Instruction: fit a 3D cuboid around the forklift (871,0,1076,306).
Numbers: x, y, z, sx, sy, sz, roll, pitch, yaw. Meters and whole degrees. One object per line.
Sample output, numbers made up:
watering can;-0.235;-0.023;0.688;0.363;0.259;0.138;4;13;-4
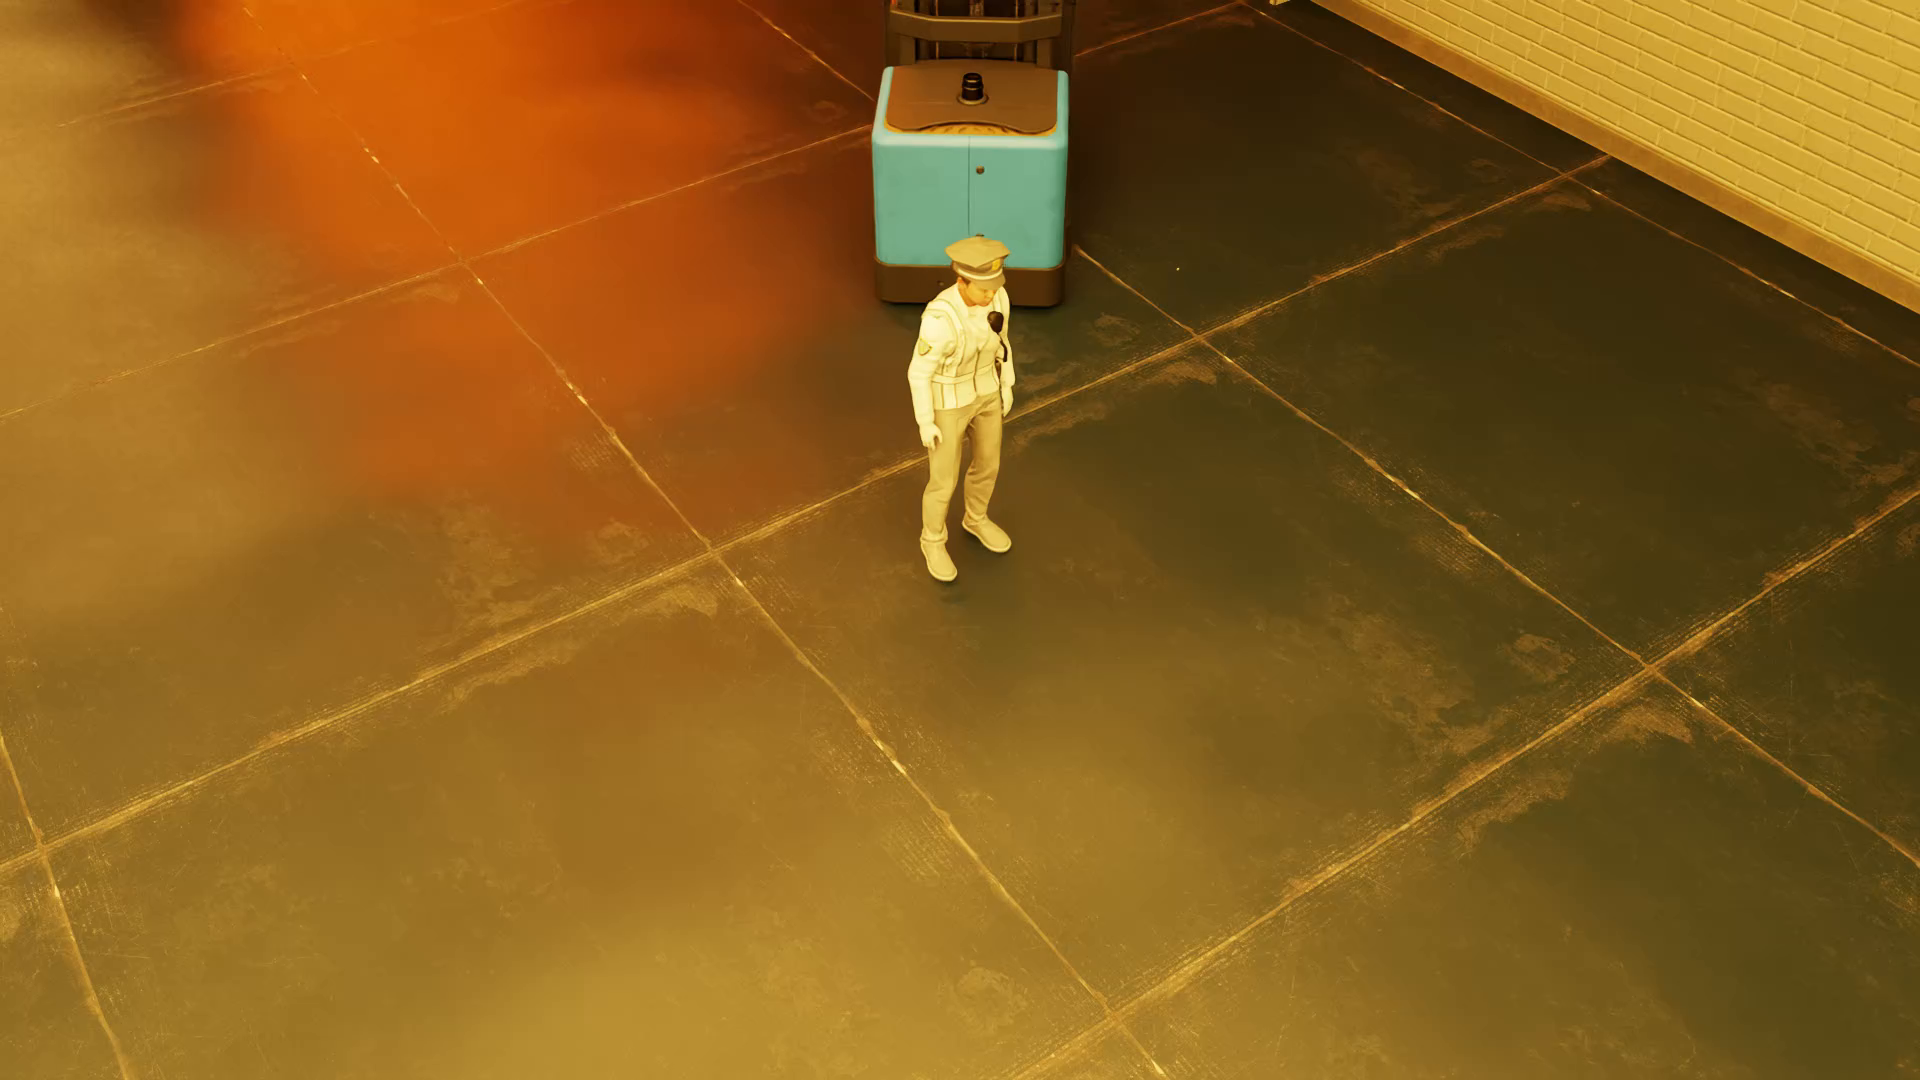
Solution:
forklift;0.121;-3.352;9.353;1.130;2.935;3.031;2;43;2

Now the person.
person;0.025;-0.598;7.302;0.529;1.663;0.372;-27;49;-26
